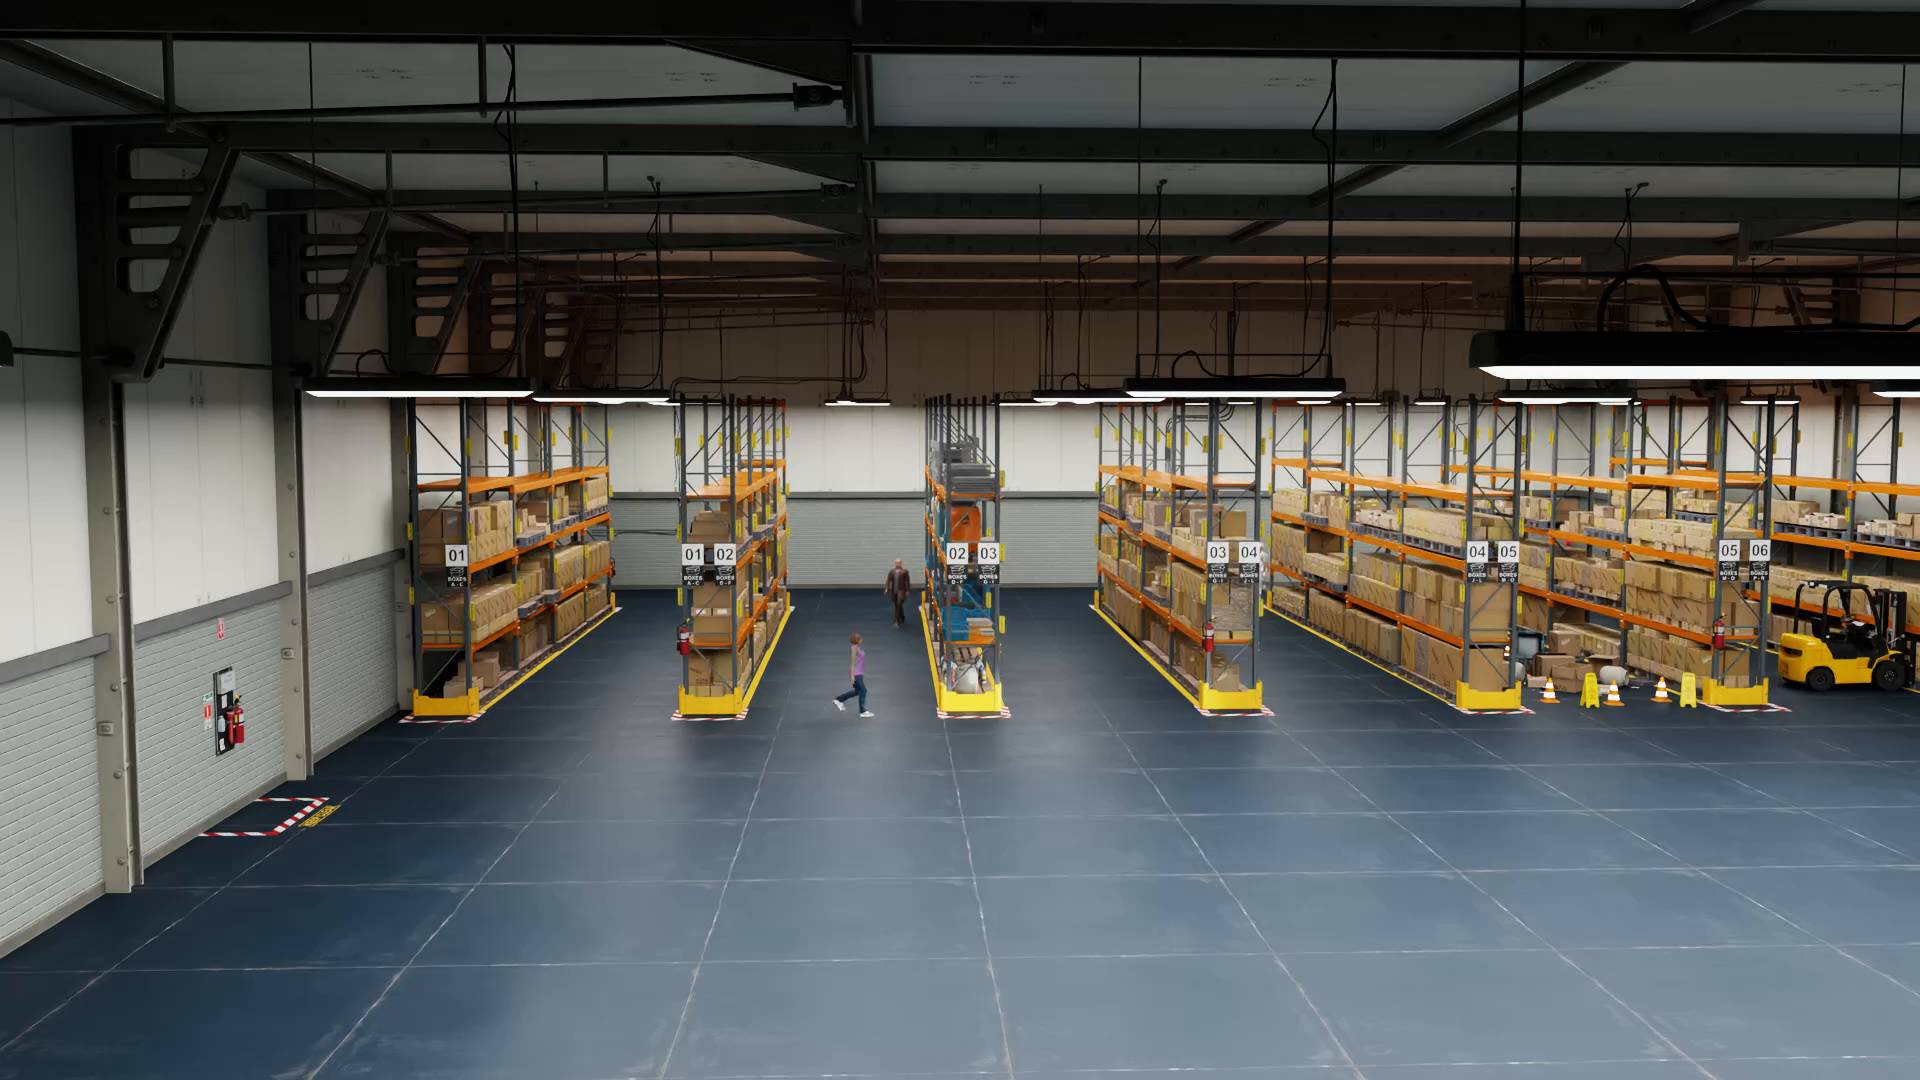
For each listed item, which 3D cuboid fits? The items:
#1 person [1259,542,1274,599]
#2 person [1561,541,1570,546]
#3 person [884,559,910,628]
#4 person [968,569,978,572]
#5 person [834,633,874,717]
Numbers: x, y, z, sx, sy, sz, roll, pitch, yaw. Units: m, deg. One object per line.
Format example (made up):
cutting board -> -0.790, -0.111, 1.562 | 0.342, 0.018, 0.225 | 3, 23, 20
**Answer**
person -> 8.946, 0.946, 49.172 | 0.730, 1.777, 0.545 | 0, 5, -1
person -> 18.308, 0.887, 50.154 | 1.034, 1.751, 0.539 | -1, 5, -10
person -> -1.669, 1.384, 43.778 | 0.575, 1.776, 0.945 | 2, 5, 27
person -> 0.426, 1.075, 48.364 | 0.465, 1.625, 0.500 | 2, 5, 25
person -> -1.973, 2.489, 30.867 | 0.792, 1.559, 0.435 | 1, 5, 13
